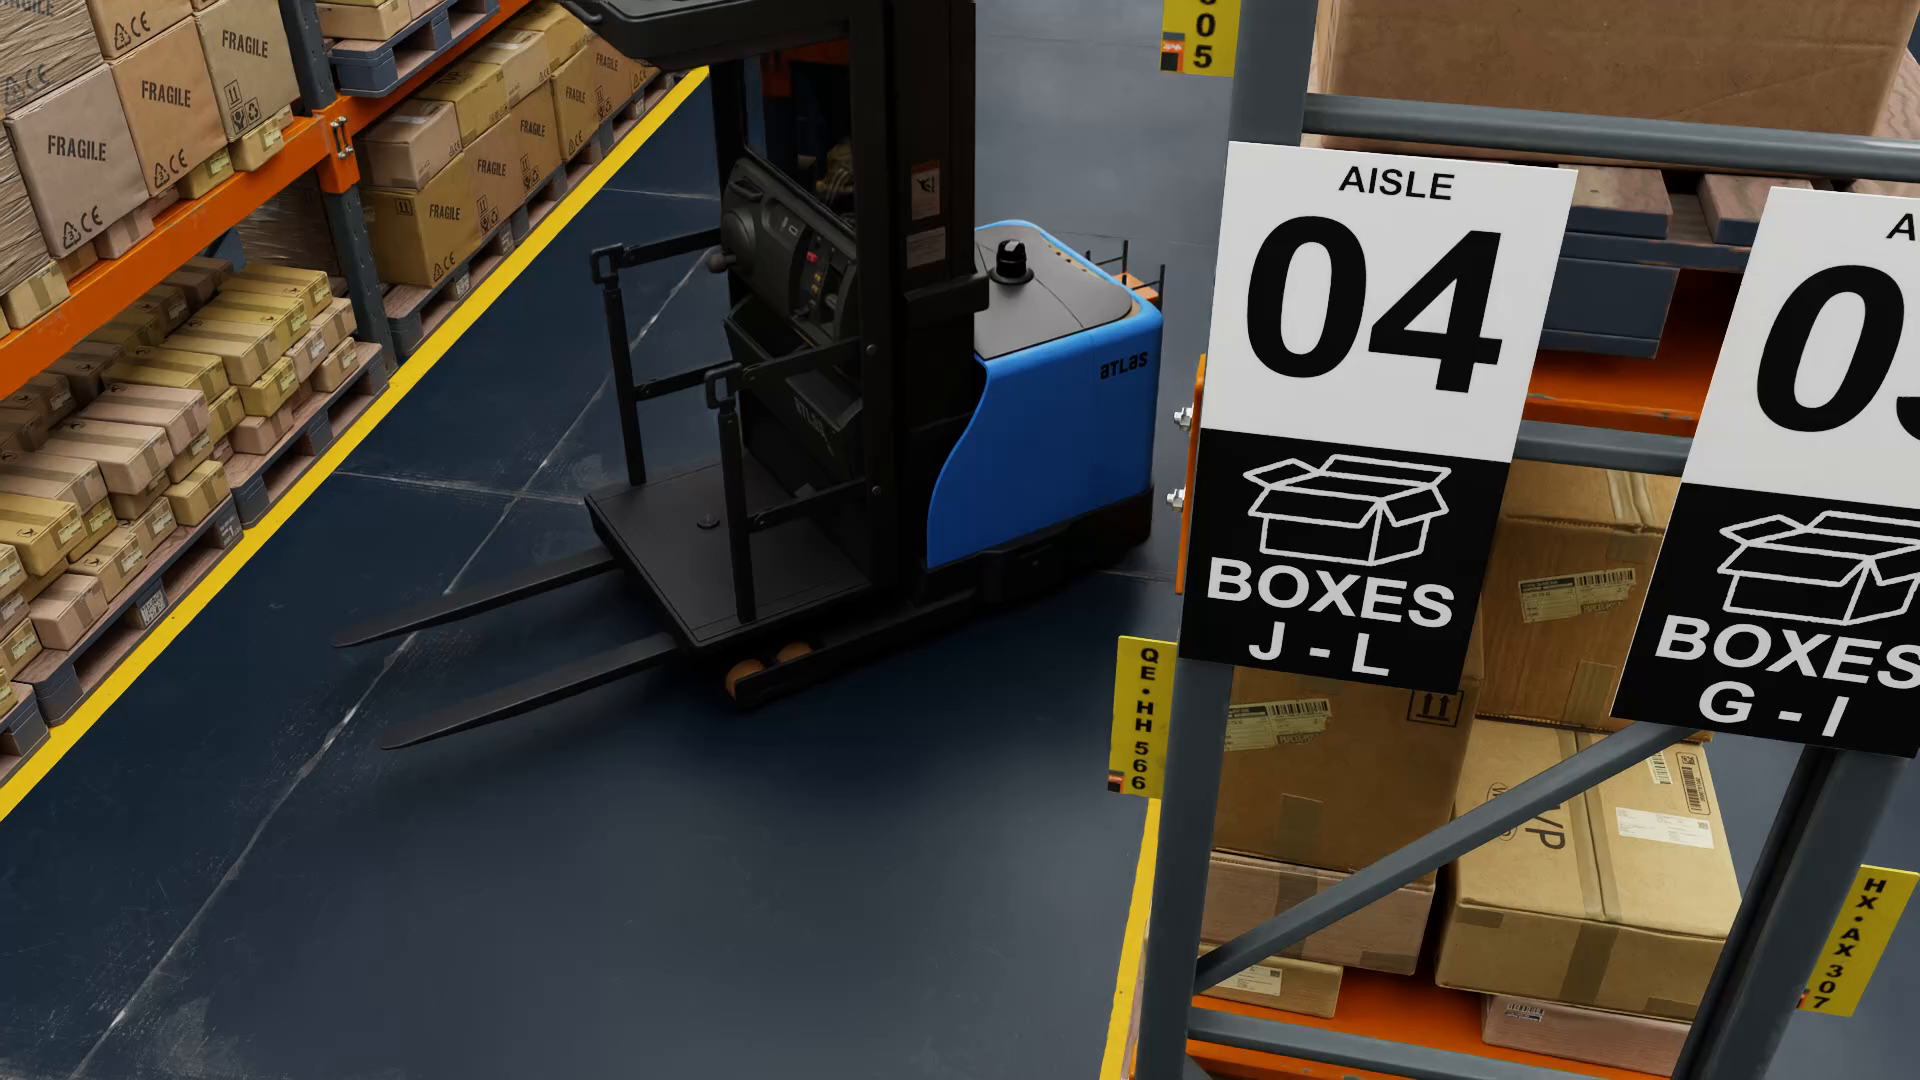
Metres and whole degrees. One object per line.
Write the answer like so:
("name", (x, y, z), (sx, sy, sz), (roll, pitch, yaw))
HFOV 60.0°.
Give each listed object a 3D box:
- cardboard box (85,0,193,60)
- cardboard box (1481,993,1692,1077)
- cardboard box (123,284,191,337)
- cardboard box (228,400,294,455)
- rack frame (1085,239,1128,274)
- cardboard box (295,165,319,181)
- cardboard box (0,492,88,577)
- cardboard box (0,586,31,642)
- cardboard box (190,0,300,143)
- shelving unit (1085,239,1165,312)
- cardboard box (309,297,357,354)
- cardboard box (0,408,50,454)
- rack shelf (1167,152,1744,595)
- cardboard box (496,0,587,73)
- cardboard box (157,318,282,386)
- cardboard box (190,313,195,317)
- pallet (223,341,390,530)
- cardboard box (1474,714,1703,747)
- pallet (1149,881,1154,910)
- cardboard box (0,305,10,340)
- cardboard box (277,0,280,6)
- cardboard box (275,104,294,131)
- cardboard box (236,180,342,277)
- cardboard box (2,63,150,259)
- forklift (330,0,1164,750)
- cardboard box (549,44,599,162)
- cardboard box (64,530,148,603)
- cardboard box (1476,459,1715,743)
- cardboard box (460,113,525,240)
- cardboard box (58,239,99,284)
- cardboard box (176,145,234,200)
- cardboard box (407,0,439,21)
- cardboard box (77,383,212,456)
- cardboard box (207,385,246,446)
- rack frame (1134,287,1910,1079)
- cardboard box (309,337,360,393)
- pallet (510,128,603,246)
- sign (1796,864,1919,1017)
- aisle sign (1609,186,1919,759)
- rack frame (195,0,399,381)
("cardboard box", (-3.094, -2.014, 5.781), (0.500, 0.500, 0.500), (6, 36, 8))
("cardboard box", (1.215, 0.864, 3.216), (0.380, 0.149, 0.250), (8, 37, 10))
("cardboard box", (-3.545, -0.983, 7.115), (0.380, 0.149, 0.250), (9, 37, 12))
("cardboard box", (-3.034, -0.498, 6.953), (0.380, 0.149, 0.250), (6, 36, 8))
("rack frame", (0.581, -0.739, 6.874), (0.200, 1.050, 0.008), (-19, 40, -25))
("cardboard box", (-3.240, -1.968, 8.043), (0.500, 0.250, 0.500), (6, 36, 9))
("cardboard box", (-3.301, -0.026, 5.795), (0.380, 0.149, 0.250), (8, 37, 11))
("cardboard box", (-3.440, 0.242, 5.678), (0.380, 0.149, 0.250), (6, 36, 8))
("cardboard box", (-2.980, -1.896, 6.472), (0.500, 0.500, 0.500), (7, 37, 10))
("shelving unit", (0.644, -0.677, 6.790), (0.215, 1.050, 0.252), (-19, 40, -25))
("cardboard box", (-2.909, -0.964, 7.342), (0.380, 0.149, 0.250), (8, 37, 11))
("cardboard box", (-3.696, -0.377, 6.279), (0.380, 0.149, 0.250), (6, 36, 8))
("rack shelf", (1.244, -1.145, 3.831), (1.077, 0.370, 4.000), (7, 37, 10))
("cardboard box", (-2.409, -2.798, 9.187), (0.500, 0.250, 0.500), (8, 37, 11))
("cardboard box", (-3.036, -0.773, 6.825), (0.380, 0.149, 0.250), (7, 37, 10))
("cardboard box", (-3.543, -1.017, 7.415), (0.380, 0.149, 0.250), (9, 37, 12))
("pallet", (-3.261, -0.530, 7.301), (1.003, 0.211, 1.213), (7, 37, 10))
("cardboard box", (1.288, 0.325, 3.620), (0.500, 0.250, 0.500), (7, 37, 9))
("pallet", (1.174, 0.888, 5.345), (1.003, 0.211, 1.213), (7, 37, 10))
("cardboard box", (-3.334, -0.699, 5.372), (0.380, 0.149, 0.250), (9, 37, 12))
("cardboard box", (-3.206, -2.518, 7.525), (0.380, 0.149, 0.250), (8, 37, 10))
("cardboard box", (-2.985, -1.753, 6.827), (0.380, 0.149, 0.250), (7, 37, 9))
("cardboard box", (-3.241, -1.662, 8.259), (0.500, 0.500, 0.500), (7, 36, 9))
("cardboard box", (-3.199, -1.314, 5.668), (0.500, 0.500, 0.500), (7, 37, 10))
("forklift", (-0.765, -0.948, 5.561), (3.031, 2.935, 1.130), (-19, 40, -25))
("cardboard box", (-2.395, -2.487, 9.397), (0.500, 0.500, 0.500), (6, 36, 8))
("cardboard box", (-3.265, 0.081, 6.154), (0.380, 0.149, 0.250), (7, 37, 10))
("cardboard box", (1.290, 0.033, 3.383), (0.500, 0.500, 0.500), (6, 36, 9))
("cardboard box", (-2.624, -1.900, 8.588), (0.500, 0.500, 0.500), (9, 37, 12))
("cardboard box", (-3.263, -1.003, 5.792), (0.380, 0.149, 0.250), (7, 36, 9))
("cardboard box", (-3.049, -1.446, 6.404), (0.380, 0.149, 0.250), (9, 37, 12))
("cardboard box", (-2.565, -2.444, 7.423), (0.380, 0.149, 0.250), (8, 37, 11))
("cardboard box", (-3.135, -0.467, 6.403), (0.380, 0.149, 0.250), (6, 36, 8))
("cardboard box", (-3.144, -0.520, 6.729), (0.380, 0.149, 0.250), (8, 37, 10))
("rack frame", (0.817, 0.925, 2.918), (1.000, 3.000, 0.127), (7, 37, 10))
("cardboard box", (-2.903, -0.796, 7.364), (0.380, 0.149, 0.250), (8, 37, 11))
("pallet", (-2.729, -2.067, 9.422), (1.003, 0.211, 1.213), (7, 37, 10))
("sign", (1.358, 0.615, 2.540), (0.100, 0.325, 0.005), (7, 37, 10))
("aisle sign", (1.095, -0.049, 2.046), (0.394, 0.787, 0.004), (7, 37, 10))
("rack frame", (-3.152, -2.048, 7.020), (1.000, 3.000, 0.127), (7, 37, 10))
